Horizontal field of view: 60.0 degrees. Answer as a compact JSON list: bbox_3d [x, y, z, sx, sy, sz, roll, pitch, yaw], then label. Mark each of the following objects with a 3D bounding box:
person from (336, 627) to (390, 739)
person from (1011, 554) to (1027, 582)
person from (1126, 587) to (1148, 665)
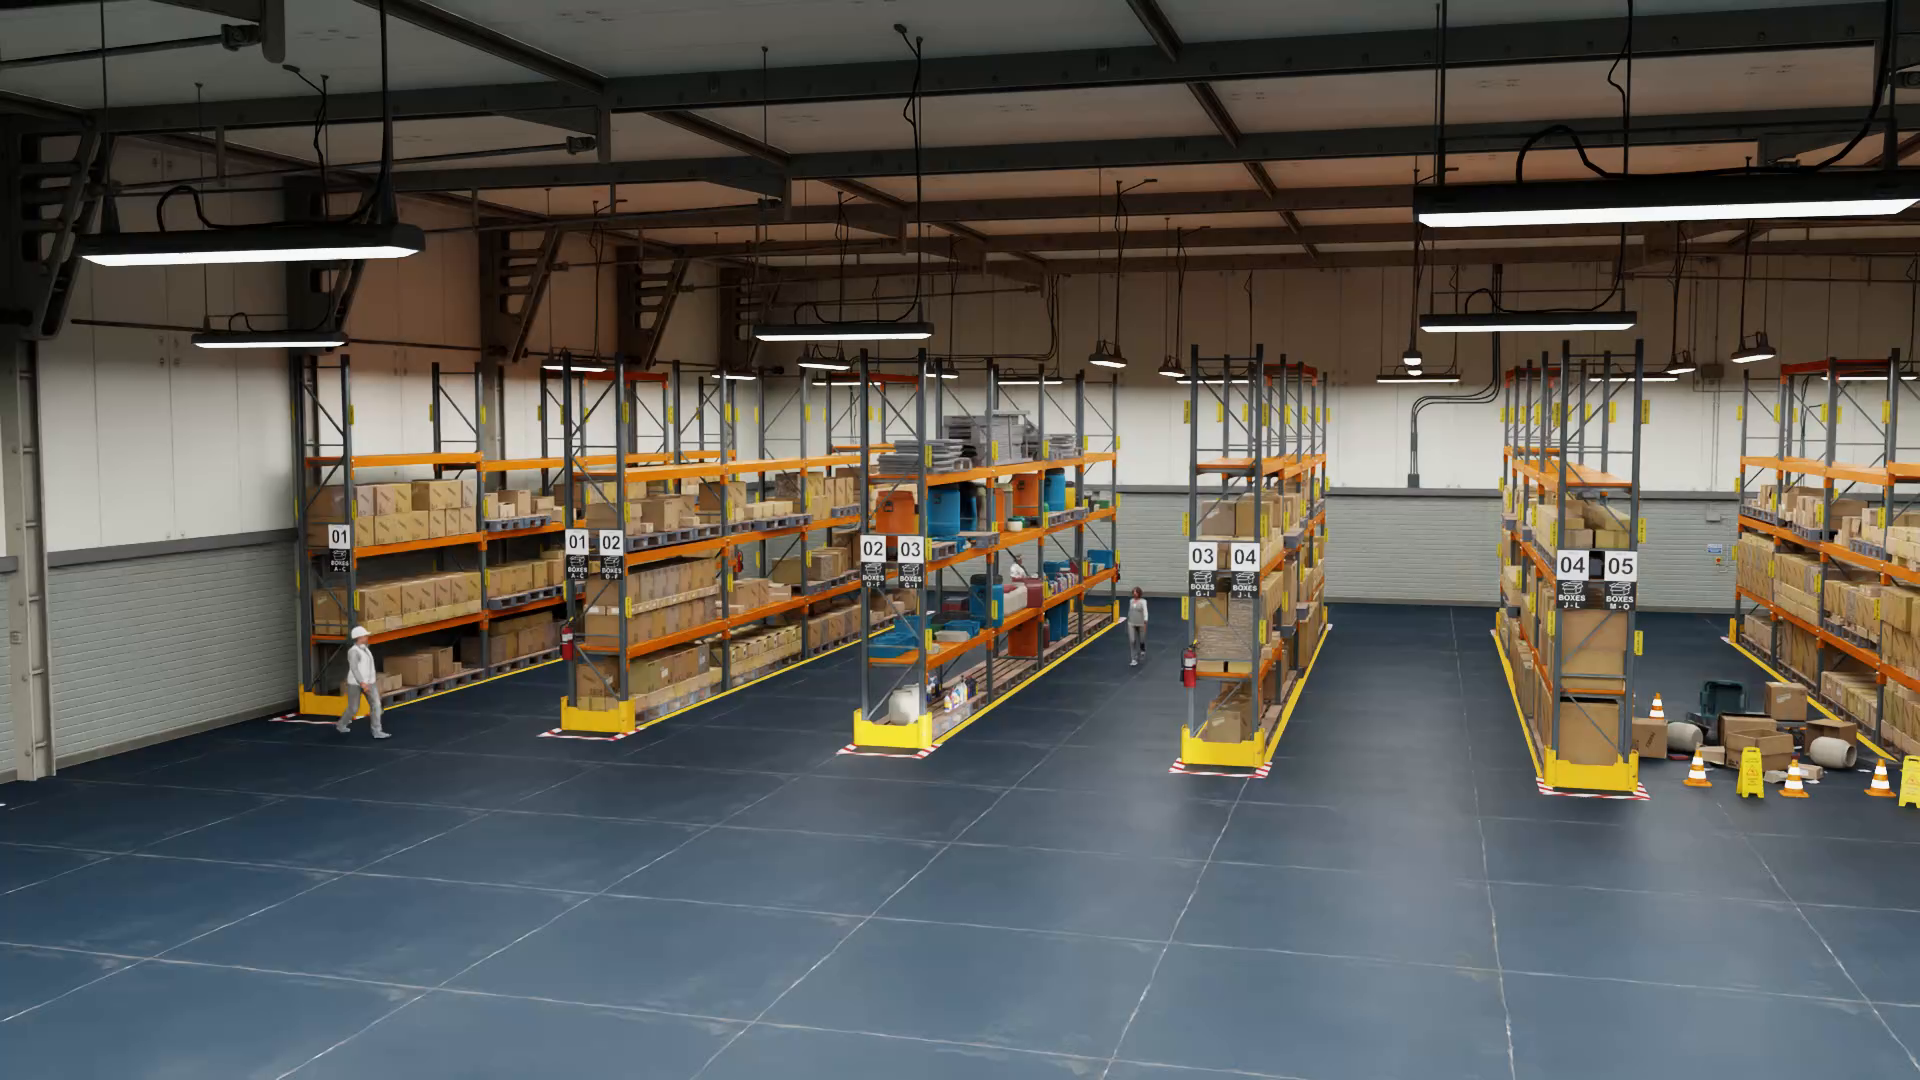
[{"bbox_3d":[-9.296,2.212,25.794,0.967,1.738,0.489,3,5,33],"label":"person"},{"bbox_3d":[1.433,1.171,39.928,0.505,1.704,0.469,3,5,32],"label":"person"},{"bbox_3d":[3.557,1.709,33.391,0.446,1.558,0.699,1,4,9],"label":"person"}]
